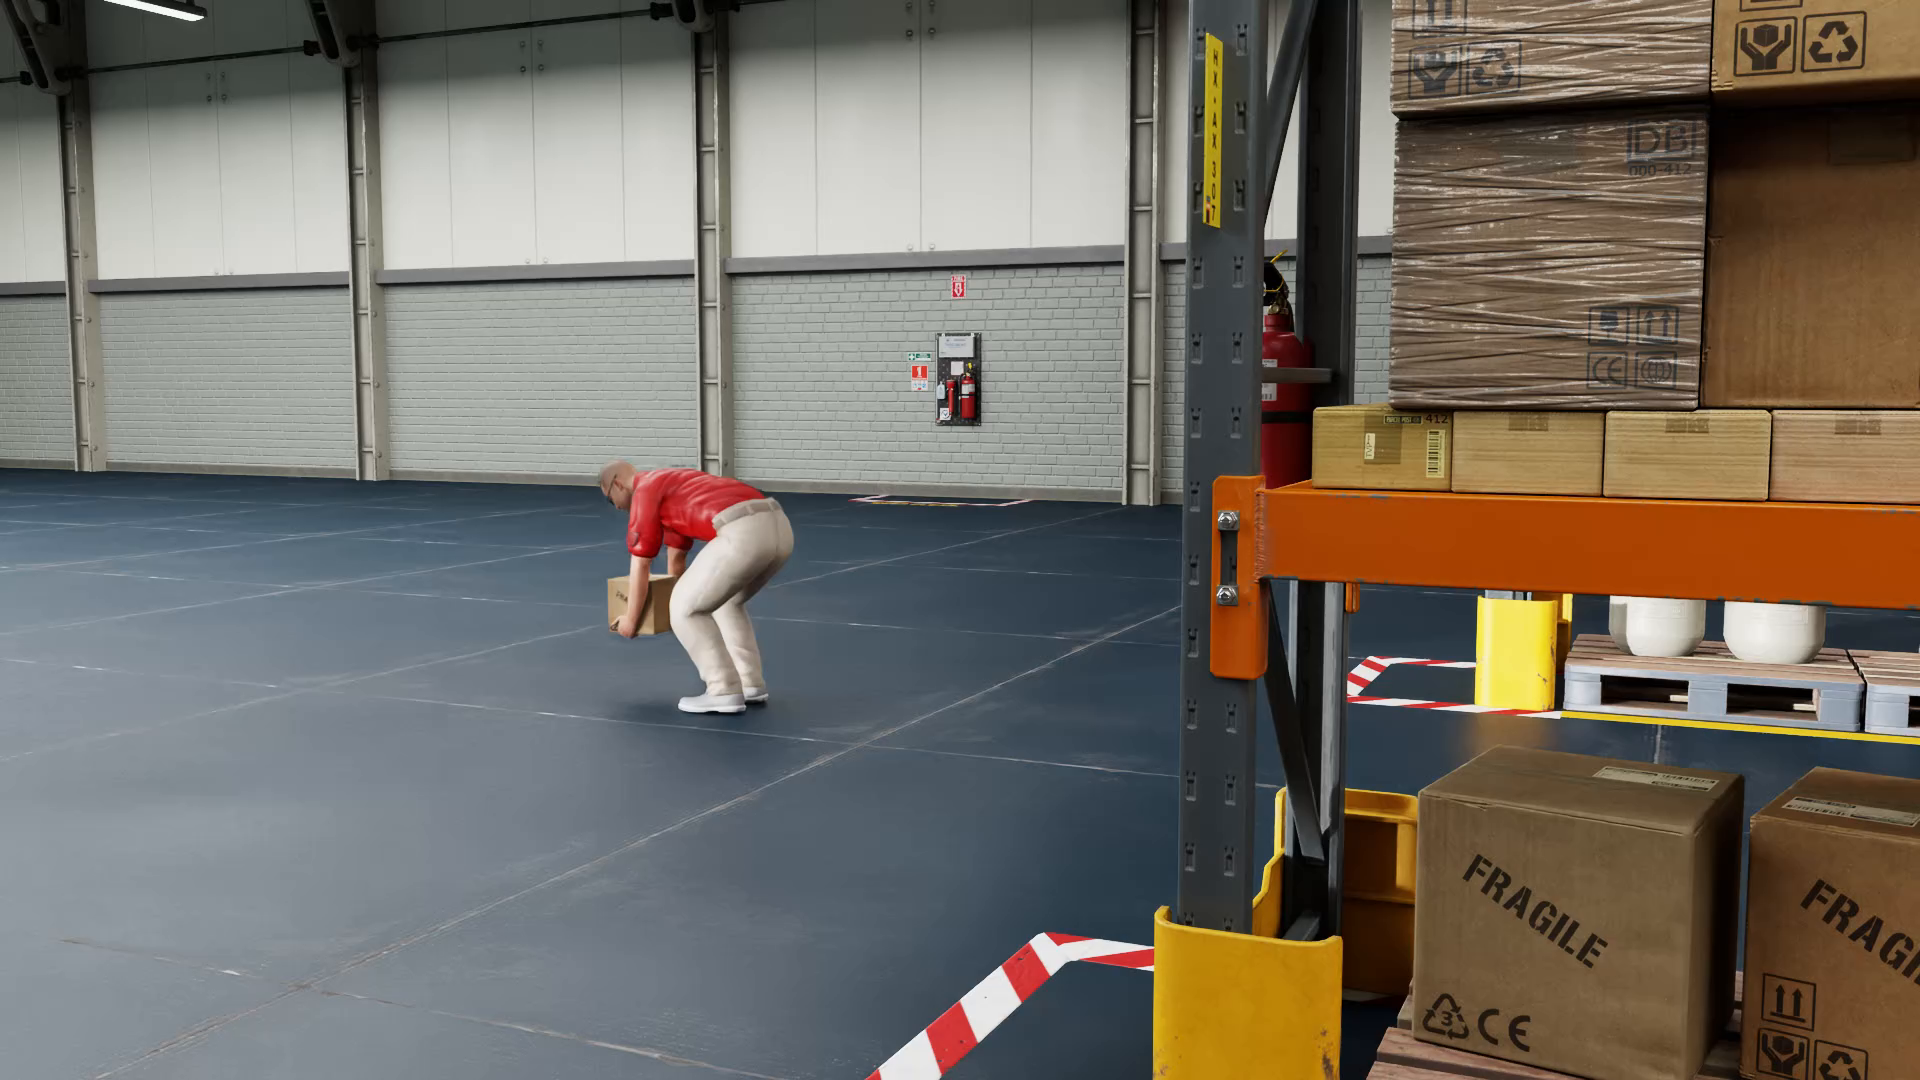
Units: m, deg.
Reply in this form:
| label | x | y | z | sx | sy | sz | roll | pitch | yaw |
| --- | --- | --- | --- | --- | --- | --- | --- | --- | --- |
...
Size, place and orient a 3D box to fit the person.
| label | x | y | z | sx | sy | sz | roll | pitch | yaw |
| --- | --- | --- | --- | --- | --- | --- | --- | --- | --- |
| person | -1.232 | 0.202 | 7.665 | 0.937 | 1.129 | 0.516 | 2 | 6 | 21 |
